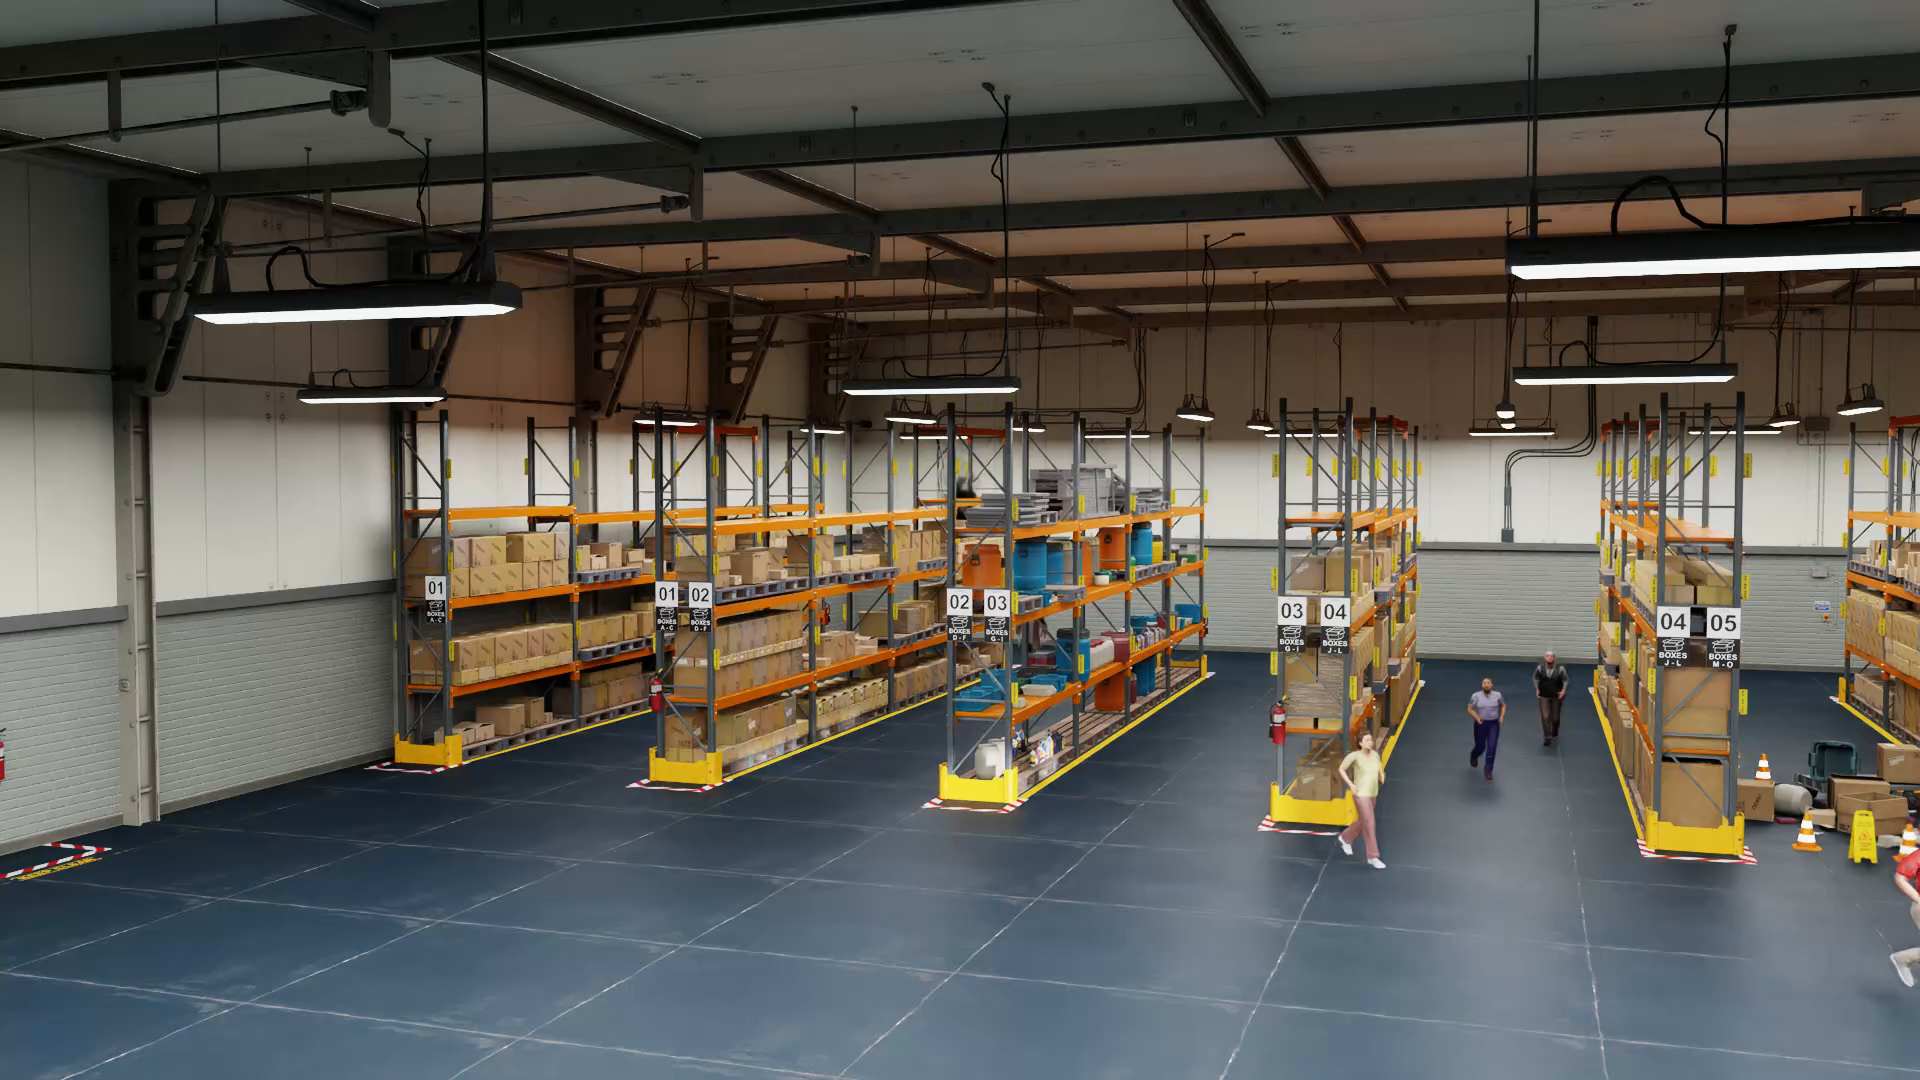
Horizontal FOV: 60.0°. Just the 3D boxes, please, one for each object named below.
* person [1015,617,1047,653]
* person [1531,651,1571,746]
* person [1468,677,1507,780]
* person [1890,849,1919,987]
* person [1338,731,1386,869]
[{"bbox_3d":[1.608,2.334,37.645,0.718,1.764,1.024,0,2,6],"label":"person"},{"bbox_3d":[10.763,2.863,30.310,0.681,1.690,0.733,1,3,21],"label":"person"},{"bbox_3d":[8.587,3.056,27.093,0.613,1.618,0.767,0,2,11],"label":"person"},{"bbox_3d":[9.068,3.485,15.528,0.676,1.711,0.767,-1,3,-29],"label":"person"},{"bbox_3d":[5.102,3.228,20.993,0.570,1.665,0.910,-1,3,-29],"label":"person"}]
